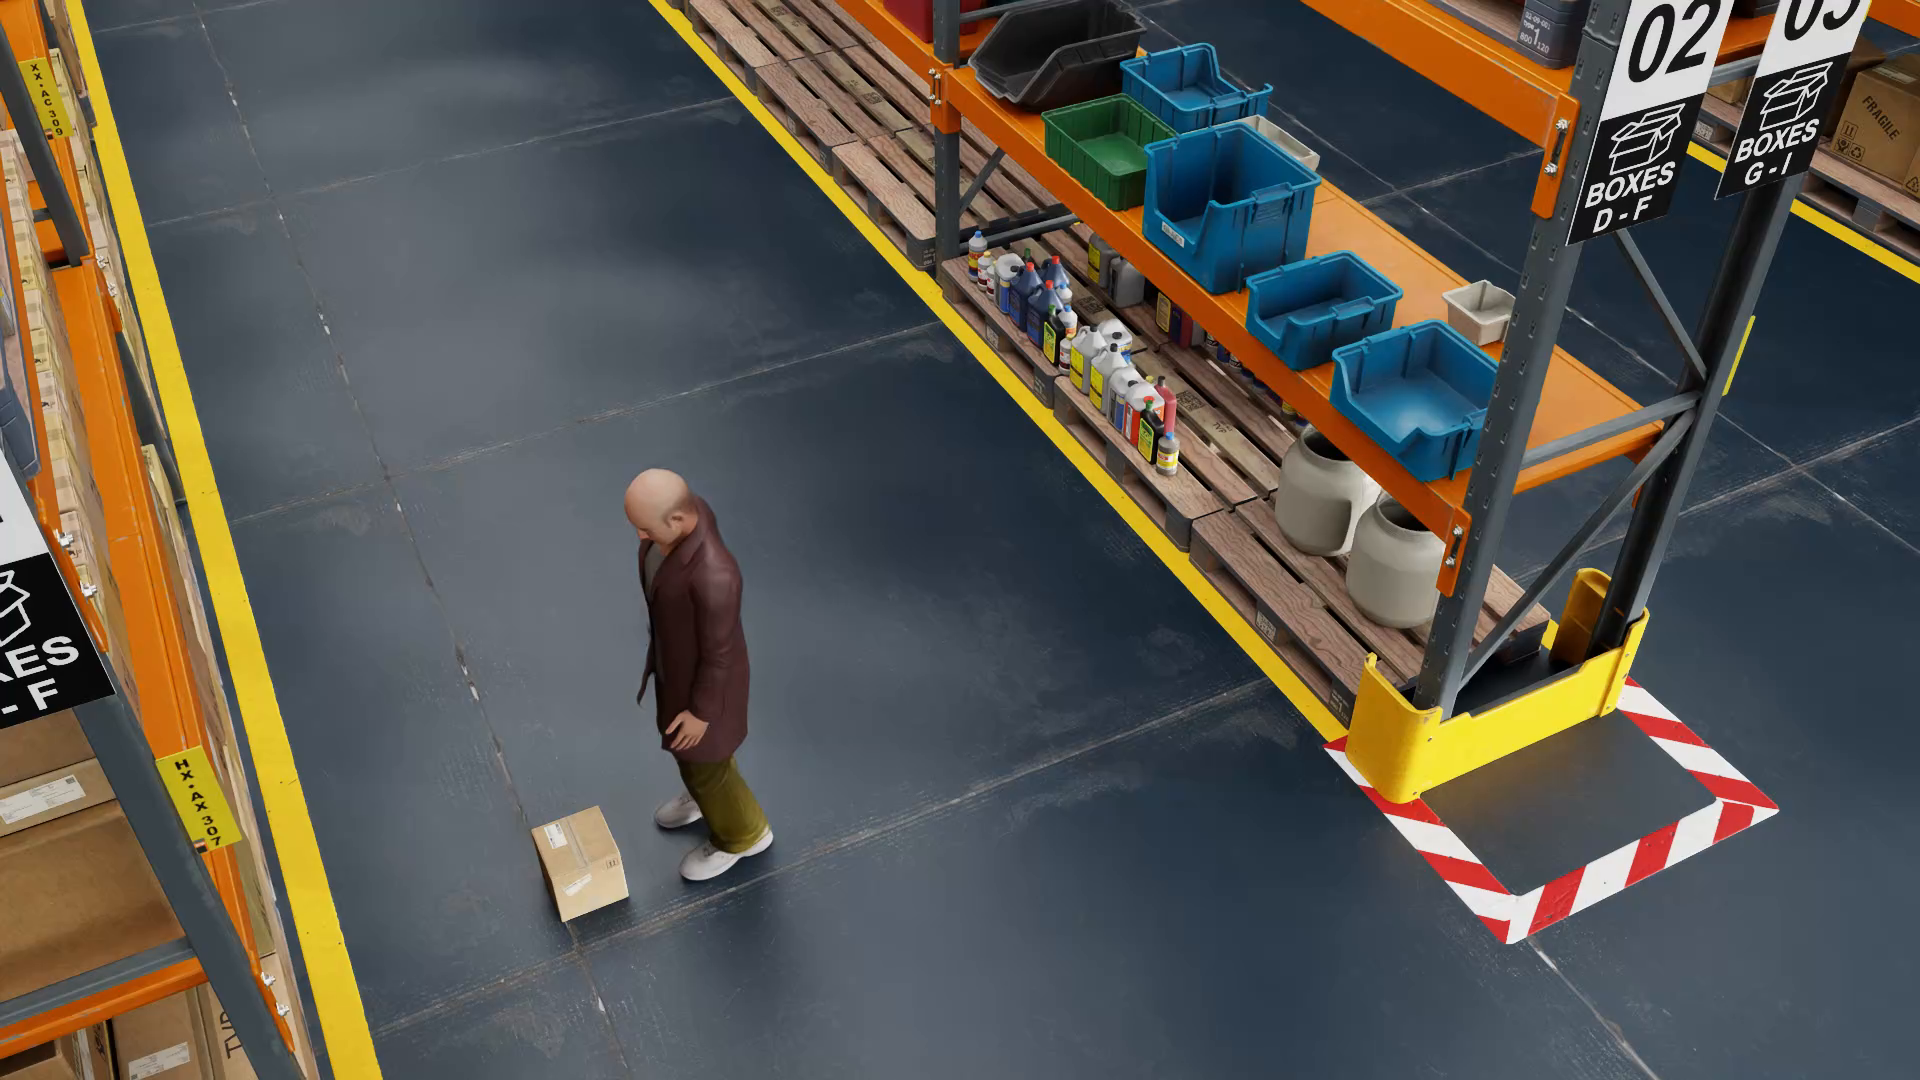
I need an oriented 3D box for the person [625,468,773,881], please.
[{"bbox_3d":[-0.909,0.476,5.679,0.378,1.706,0.572,-18,44,-20],"label":"person"}]
